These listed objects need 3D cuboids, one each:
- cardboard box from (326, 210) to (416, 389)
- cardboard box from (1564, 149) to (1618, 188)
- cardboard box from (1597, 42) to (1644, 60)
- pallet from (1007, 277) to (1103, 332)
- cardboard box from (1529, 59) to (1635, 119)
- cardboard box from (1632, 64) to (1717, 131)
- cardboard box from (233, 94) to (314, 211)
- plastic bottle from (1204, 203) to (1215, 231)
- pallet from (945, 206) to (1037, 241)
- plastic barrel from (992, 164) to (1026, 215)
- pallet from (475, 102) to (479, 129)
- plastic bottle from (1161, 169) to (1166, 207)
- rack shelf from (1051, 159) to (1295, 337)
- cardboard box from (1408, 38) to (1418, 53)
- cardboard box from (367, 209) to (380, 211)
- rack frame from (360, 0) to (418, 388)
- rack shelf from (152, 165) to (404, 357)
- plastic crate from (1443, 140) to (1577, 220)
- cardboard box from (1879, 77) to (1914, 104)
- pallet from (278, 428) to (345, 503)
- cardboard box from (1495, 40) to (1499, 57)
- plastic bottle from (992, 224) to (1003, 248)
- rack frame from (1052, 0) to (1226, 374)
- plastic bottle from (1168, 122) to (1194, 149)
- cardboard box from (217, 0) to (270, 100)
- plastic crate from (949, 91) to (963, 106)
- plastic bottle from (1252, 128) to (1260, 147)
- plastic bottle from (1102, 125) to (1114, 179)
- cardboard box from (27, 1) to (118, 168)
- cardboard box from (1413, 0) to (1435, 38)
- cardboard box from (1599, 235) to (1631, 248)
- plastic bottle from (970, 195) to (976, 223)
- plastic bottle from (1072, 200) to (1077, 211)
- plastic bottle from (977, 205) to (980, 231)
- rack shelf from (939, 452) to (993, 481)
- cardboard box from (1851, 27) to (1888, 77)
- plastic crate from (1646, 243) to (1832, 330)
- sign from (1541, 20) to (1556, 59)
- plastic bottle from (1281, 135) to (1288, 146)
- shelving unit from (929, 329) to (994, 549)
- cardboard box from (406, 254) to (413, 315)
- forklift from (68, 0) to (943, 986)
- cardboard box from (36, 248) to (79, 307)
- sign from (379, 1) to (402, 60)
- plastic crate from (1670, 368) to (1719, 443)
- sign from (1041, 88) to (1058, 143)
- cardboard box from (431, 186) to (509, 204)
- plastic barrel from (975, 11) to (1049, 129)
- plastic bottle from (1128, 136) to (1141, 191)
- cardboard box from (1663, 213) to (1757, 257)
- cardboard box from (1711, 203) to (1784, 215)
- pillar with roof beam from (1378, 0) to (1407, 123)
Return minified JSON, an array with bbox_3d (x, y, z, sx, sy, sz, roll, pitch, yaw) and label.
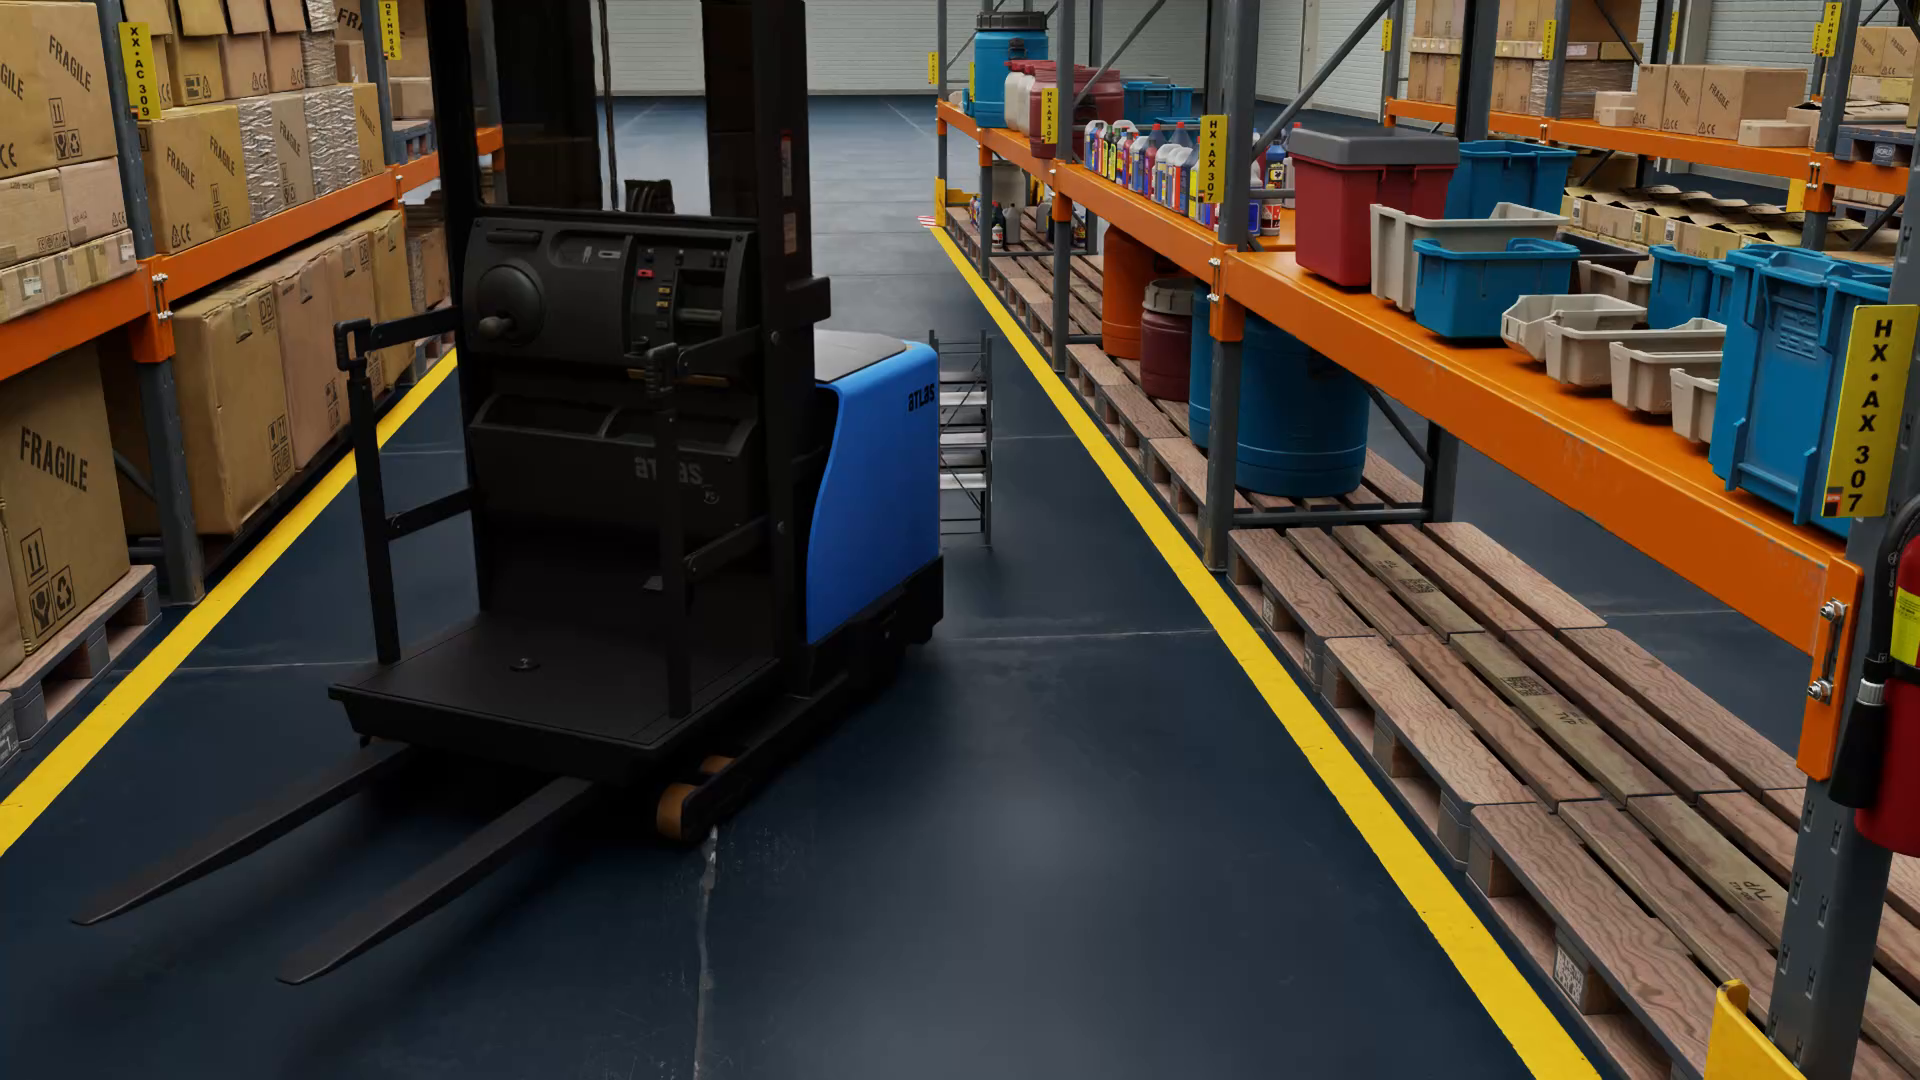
[{"bbox_3d":[-3.785,-1.346,9.303,1.225,0.875,0.875,-3,18,-8],"label":"cardboard box"},{"bbox_3d":[5.810,-3.405,15.653,0.500,0.500,0.500,-2,18,-6],"label":"cardboard box"},{"bbox_3d":[5.771,-4.306,14.634,0.380,0.149,0.250,-2,18,-6],"label":"cardboard box"},{"bbox_3d":[0.927,-1.783,12.504,1.003,0.211,1.213,-2,18,-6],"label":"pallet"},{"bbox_3d":[5.554,-4.042,14.877,0.700,0.500,0.500,-2,18,-7],"label":"cardboard box"},{"bbox_3d":[5.723,-3.524,13.226,0.500,0.500,0.500,-1,17,-2],"label":"cardboard box"},{"bbox_3d":[-3.384,-1.819,7.796,0.500,0.500,0.500,-1,17,-5],"label":"cardboard box"},{"bbox_3d":[1.072,-1.446,6.971,0.061,0.283,0.133,-2,18,-6],"label":"plastic bottle"},{"bbox_3d":[0.399,-3.308,17.362,1.003,0.211,1.213,-2,18,-6],"label":"pallet"},{"bbox_3d":[0.462,-3.572,17.001,0.421,0.512,0.421,0,17,0],"label":"plastic barrel"},{"bbox_3d":[-4.314,-3.234,12.789,1.003,0.211,1.213,-2,18,-6],"label":"pallet"},{"bbox_3d":[0.999,-1.672,7.828,0.097,0.201,0.097,0,17,0],"label":"plastic bottle"},{"bbox_3d":[1.297,-1.580,8.402,1.077,0.370,4.000,-2,18,-6],"label":"rack shelf"},{"bbox_3d":[5.020,-5.288,17.762,0.380,0.149,0.250,-2,18,-6],"label":"cardboard box"},{"bbox_3d":[-3.934,-1.939,10.533,0.500,0.250,0.500,-1,17,-3],"label":"cardboard box"},{"bbox_3d":[-3.835,-2.366,9.704,1.000,3.000,0.127,-2,18,-6],"label":"rack frame"},{"bbox_3d":[-3.629,-1.427,7.914,1.077,0.370,4.000,-2,18,-6],"label":"rack shelf"},{"bbox_3d":[1.891,-1.219,5.980,0.392,0.384,0.575,-2,18,-6],"label":"plastic crate"},{"bbox_3d":[9.969,-4.685,17.308,0.500,0.250,0.500,-2,18,-7],"label":"cardboard box"},{"bbox_3d":[-3.706,-0.435,8.211,1.003,0.211,1.213,-2,18,-6],"label":"pallet"},{"bbox_3d":[5.235,-4.672,15.802,0.380,0.149,0.250,-1,17,-4],"label":"cardboard box"},{"bbox_3d":[0.331,-2.684,14.655,0.097,0.201,0.097,0,17,0],"label":"plastic bottle"},{"bbox_3d":[1.091,-2.519,10.192,1.000,3.000,0.127,-2,18,-6],"label":"rack frame"},{"bbox_3d":[1.107,-1.940,8.431,0.144,0.351,0.185,-2,18,-6],"label":"plastic bottle"},{"bbox_3d":[-3.636,-2.280,7.589,0.797,0.503,0.637,-1,17,-4],"label":"cardboard box"},{"bbox_3d":[0.038,-4.500,16.942,0.298,0.136,0.250,-2,18,-6],"label":"plastic crate"},{"bbox_3d":[1.615,-2.130,9.169,0.097,0.271,0.097,0,17,0],"label":"plastic bottle"},{"bbox_3d":[0.830,-2.145,9.196,0.061,0.283,0.133,-2,18,-6],"label":"plastic bottle"},{"bbox_3d":[-3.109,-1.473,5.364,0.500,0.500,0.500,-1,17,-4],"label":"cardboard box"},{"bbox_3d":[5.234,-5.565,17.564,0.700,0.500,0.500,-2,18,-5],"label":"cardboard box"},{"bbox_3d":[5.509,-2.316,13.437,0.500,0.250,0.500,-2,18,-7],"label":"cardboard box"},{"bbox_3d":[0.143,-3.261,16.375,0.097,0.271,0.097,0,17,0],"label":"plastic bottle"},{"bbox_3d":[1.008,-2.910,15.125,0.144,0.351,0.185,-1,17,-4],"label":"plastic bottle"},{"bbox_3d":[0.210,-3.068,15.763,0.097,0.271,0.097,0,17,0],"label":"plastic bottle"},{"bbox_3d":[0.001,-0.309,7.072,0.258,0.077,0.200,-2,18,-6],"label":"rack shelf"},{"bbox_3d":[9.912,-5.205,17.713,0.500,0.500,0.500,-2,18,-5],"label":"cardboard box"},{"bbox_3d":[2.051,-0.649,4.417,0.416,0.233,0.300,-2,18,-6],"label":"plastic crate"},{"bbox_3d":[5.054,-4.296,14.274,0.100,0.325,0.005,-2,18,-6],"label":"sign"},{"bbox_3d":[1.647,-1.918,8.475,0.061,0.283,0.133,-2,18,-6],"label":"plastic bottle"},{"bbox_3d":[0.001,-0.427,7.035,0.258,0.900,0.210,-2,18,-6],"label":"shelving unit"},{"bbox_3d":[-3.924,-1.582,10.647,0.700,0.500,0.500,-3,18,-9],"label":"cardboard box"},{"bbox_3d":[-1.103,-0.714,4.558,1.130,2.935,3.031,7,19,22],"label":"forklift"},{"bbox_3d":[-3.012,-0.820,5.201,0.380,0.149,0.250,-2,18,-7],"label":"cardboard box"},{"bbox_3d":[-3.284,-2.936,9.589,0.100,0.325,0.005,-2,18,-6],"label":"sign"},{"bbox_3d":[1.652,-0.275,3.386,0.396,0.136,0.243,-2,18,-6],"label":"plastic crate"},{"bbox_3d":[0.545,-2.577,10.107,0.100,0.325,0.005,-2,18,-6],"label":"sign"},{"bbox_3d":[-4.316,-2.856,14.738,0.500,0.500,0.500,4,18,12],"label":"cardboard box"},{"bbox_3d":[0.417,-3.825,13.516,0.600,0.901,0.708,-2,18,-6],"label":"plastic barrel"},{"bbox_3d":[0.918,-1.939,8.560,0.097,0.271,0.097,0,17,0],"label":"plastic bottle"},{"bbox_3d":[5.610,-2.280,12.385,0.500,0.311,0.500,-2,18,-6],"label":"cardboard box"},{"bbox_3d":[6.090,-2.453,12.936,0.500,0.311,0.500,-2,18,-6],"label":"cardboard box"},{"bbox_3d":[4.914,-13.118,33.939,9.100,9.000,0.400,-2,18,-6],"label":"pillar with roof beam"}]
